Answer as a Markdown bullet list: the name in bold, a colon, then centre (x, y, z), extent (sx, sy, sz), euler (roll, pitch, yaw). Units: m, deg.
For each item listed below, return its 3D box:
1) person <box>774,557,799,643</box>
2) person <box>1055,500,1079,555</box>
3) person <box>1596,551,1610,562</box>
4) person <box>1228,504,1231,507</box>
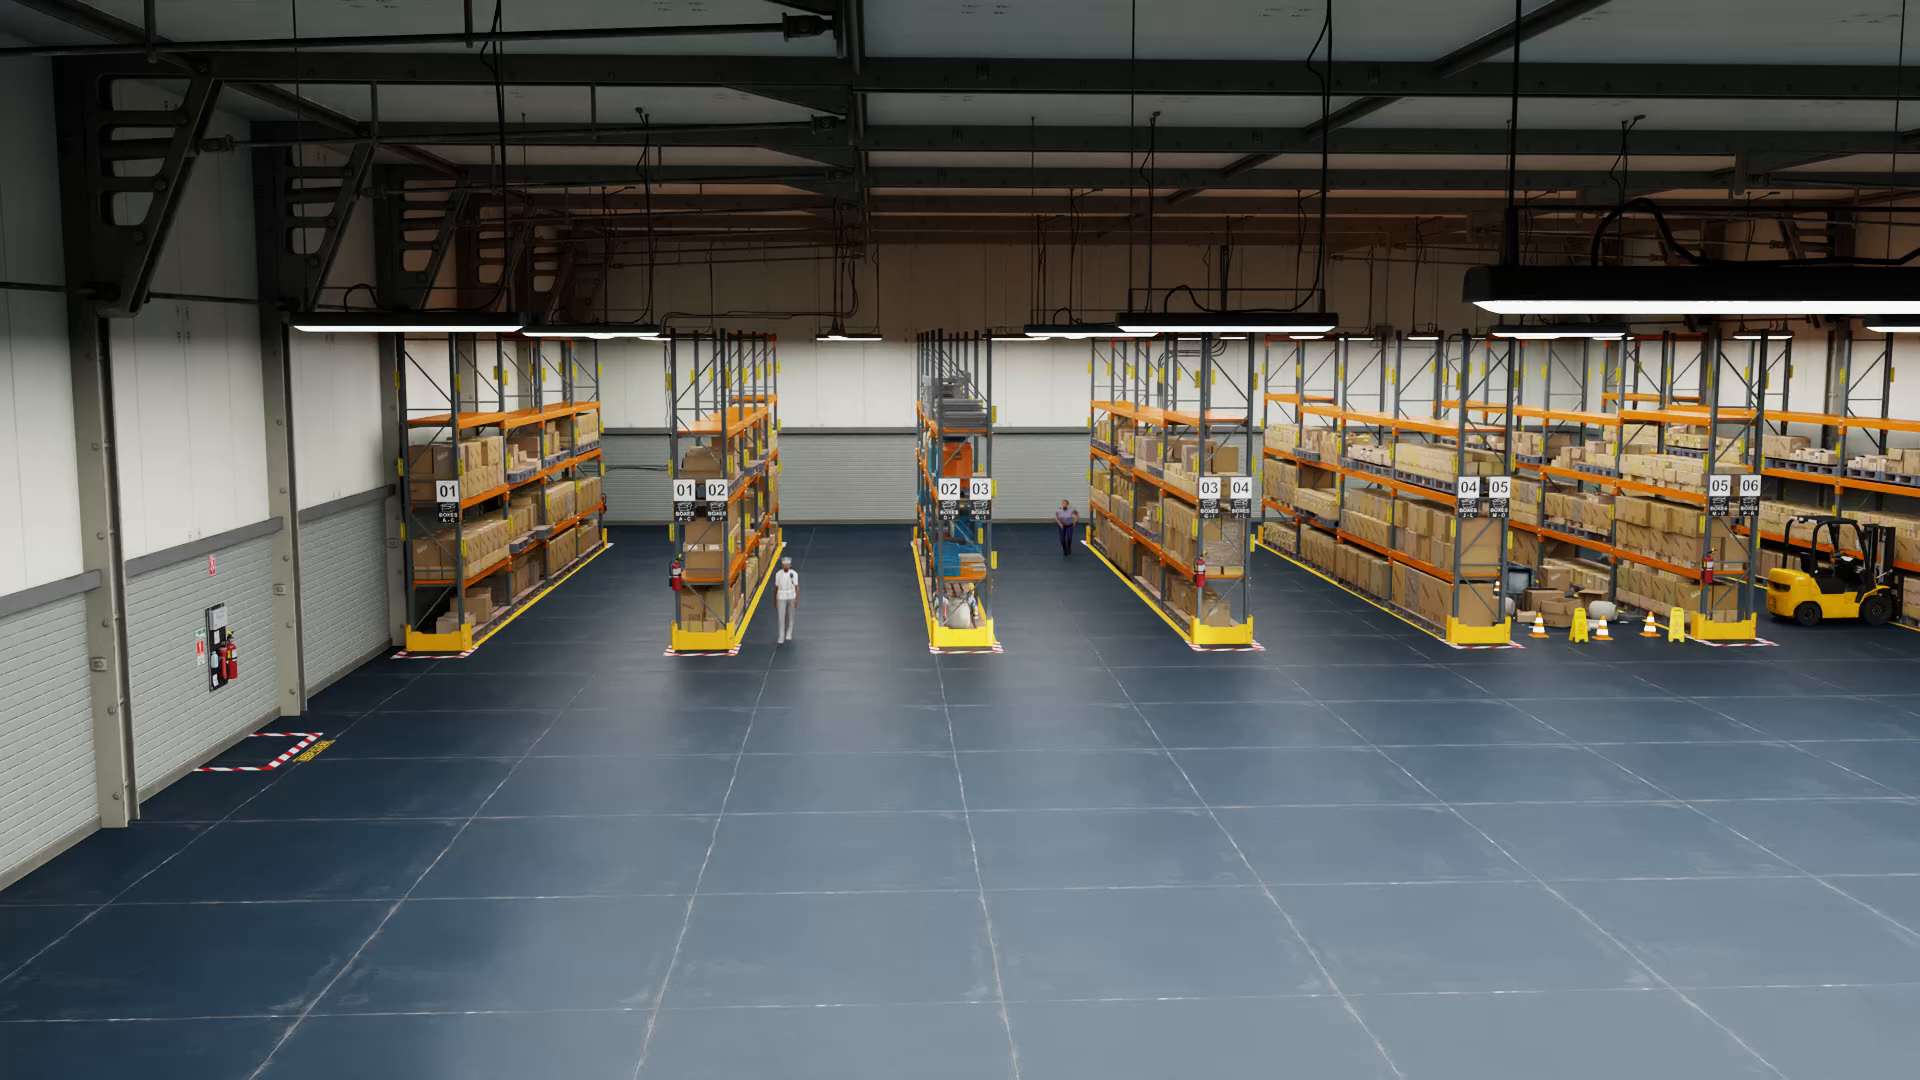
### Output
- **person**: centre (-3.334, 1.143, 31.851), extent (0.509, 1.630, 0.950), euler (-2, 7, -15)
- **person**: centre (2.885, -0.334, 44.873), extent (0.640, 1.557, 0.743), euler (1, 7, 8)
- **person**: centre (16.959, -0.318, 43.662), extent (0.571, 1.763, 0.477), euler (-4, 8, -27)
- **person**: centre (7.318, -0.360, 44.720), extent (0.417, 1.643, 0.503), euler (6, 9, 43)
